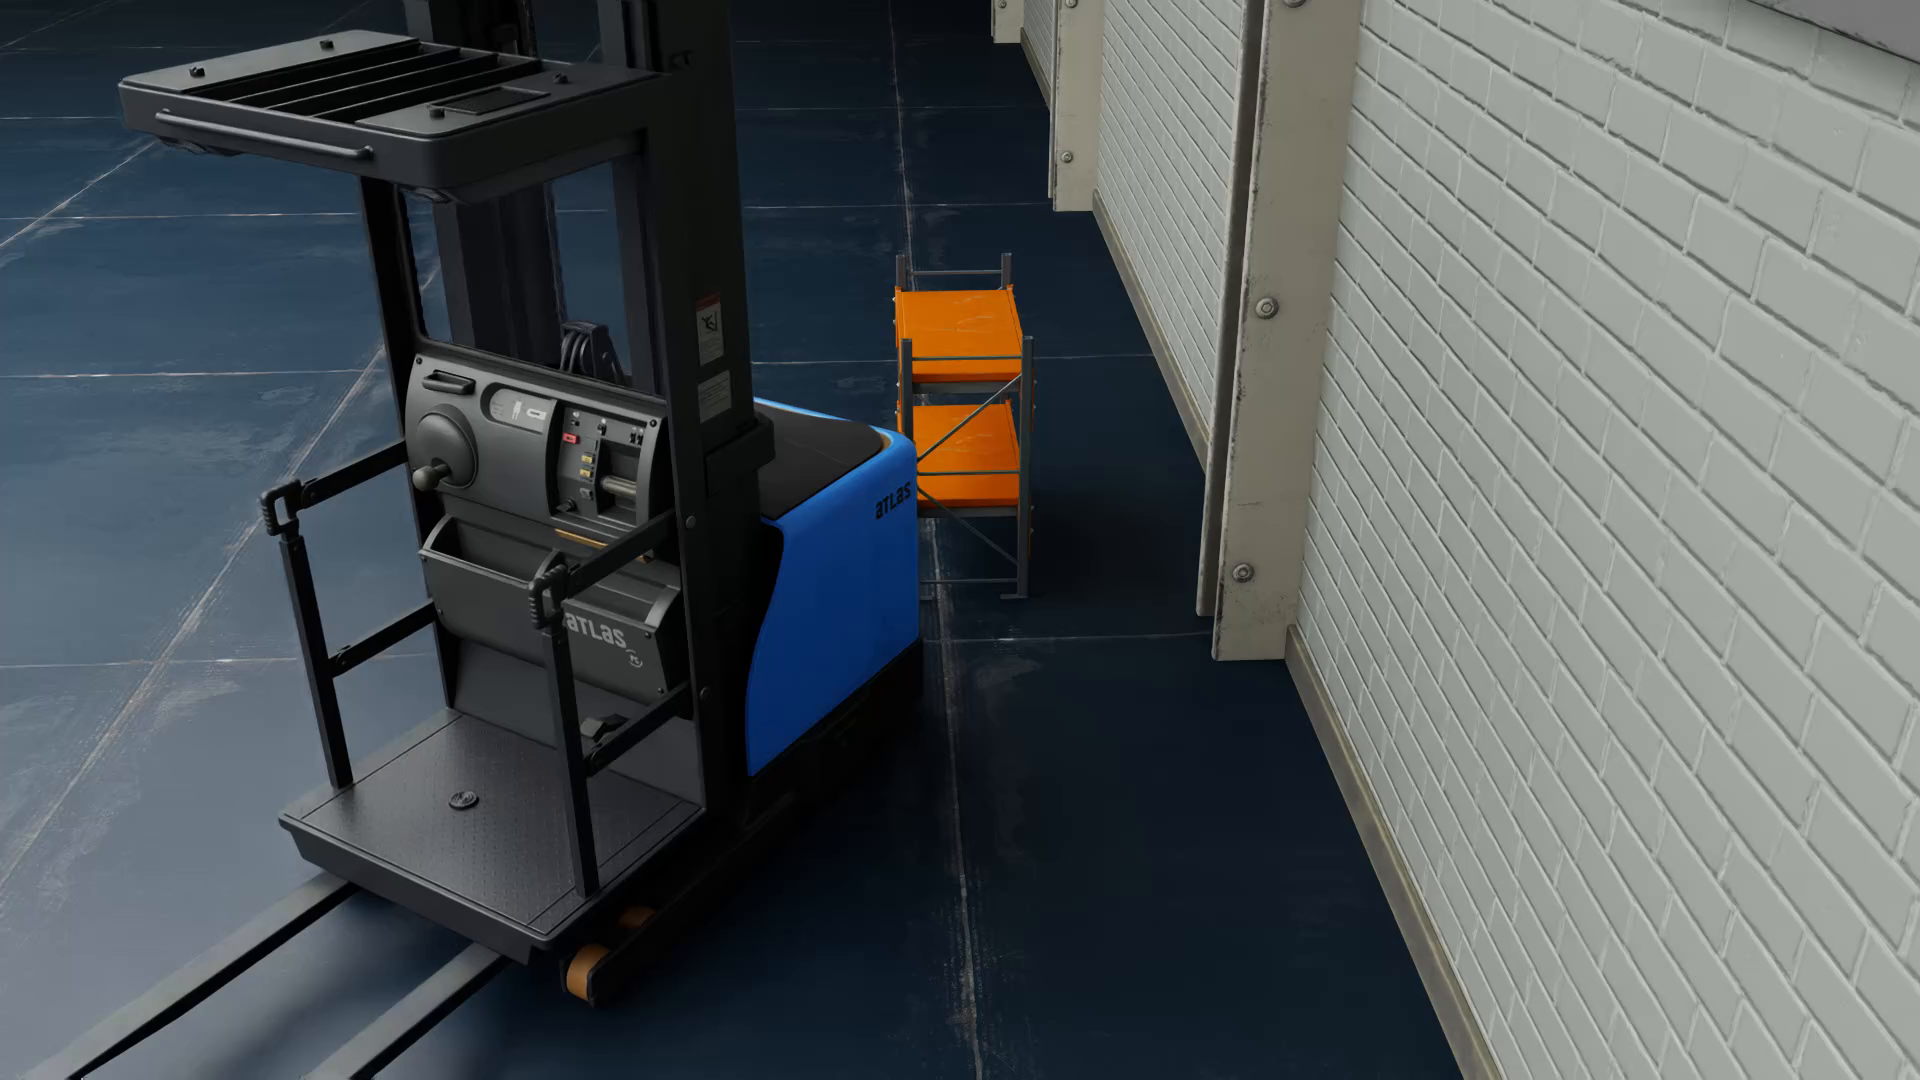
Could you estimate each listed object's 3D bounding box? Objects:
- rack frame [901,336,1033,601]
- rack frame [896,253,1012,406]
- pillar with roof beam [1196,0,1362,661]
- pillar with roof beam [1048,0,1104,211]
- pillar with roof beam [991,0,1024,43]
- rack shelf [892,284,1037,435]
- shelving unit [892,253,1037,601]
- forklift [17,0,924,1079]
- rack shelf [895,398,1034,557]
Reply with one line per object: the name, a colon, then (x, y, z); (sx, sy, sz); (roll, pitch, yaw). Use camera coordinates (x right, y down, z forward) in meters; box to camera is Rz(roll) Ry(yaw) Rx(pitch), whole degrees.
rack frame: (0.027, -0.261, 6.534); (0.500, 1.125, 0.032); (-1, 28, -3)
rack frame: (-0.026, -0.730, 7.434); (0.500, 1.125, 0.032); (-1, 28, -3)
pillar with roof beam: (-3.183, -3.520, 4.267); (9.100, 9.000, 0.400); (-1, 28, -3)
pillar with roof beam: (-3.497, -6.291, 9.580); (9.100, 9.000, 0.400); (-1, 28, -3)
pillar with roof beam: (-3.810, -9.061, 14.893); (9.100, 9.000, 0.400); (-1, 28, -3)
rack shelf: (0.000, -0.755, 6.849); (0.538, 0.278, 1.000); (-1, 28, -3)
shelving unit: (0.000, -0.496, 6.984); (0.538, 1.125, 1.048); (-1, 28, -3)
forklift: (-1.318, -0.229, 4.520); (1.130, 2.935, 3.031); (15, 31, 27)
rack shelf: (0.000, -0.279, 7.097); (0.538, 0.278, 1.000); (-1, 28, -3)
